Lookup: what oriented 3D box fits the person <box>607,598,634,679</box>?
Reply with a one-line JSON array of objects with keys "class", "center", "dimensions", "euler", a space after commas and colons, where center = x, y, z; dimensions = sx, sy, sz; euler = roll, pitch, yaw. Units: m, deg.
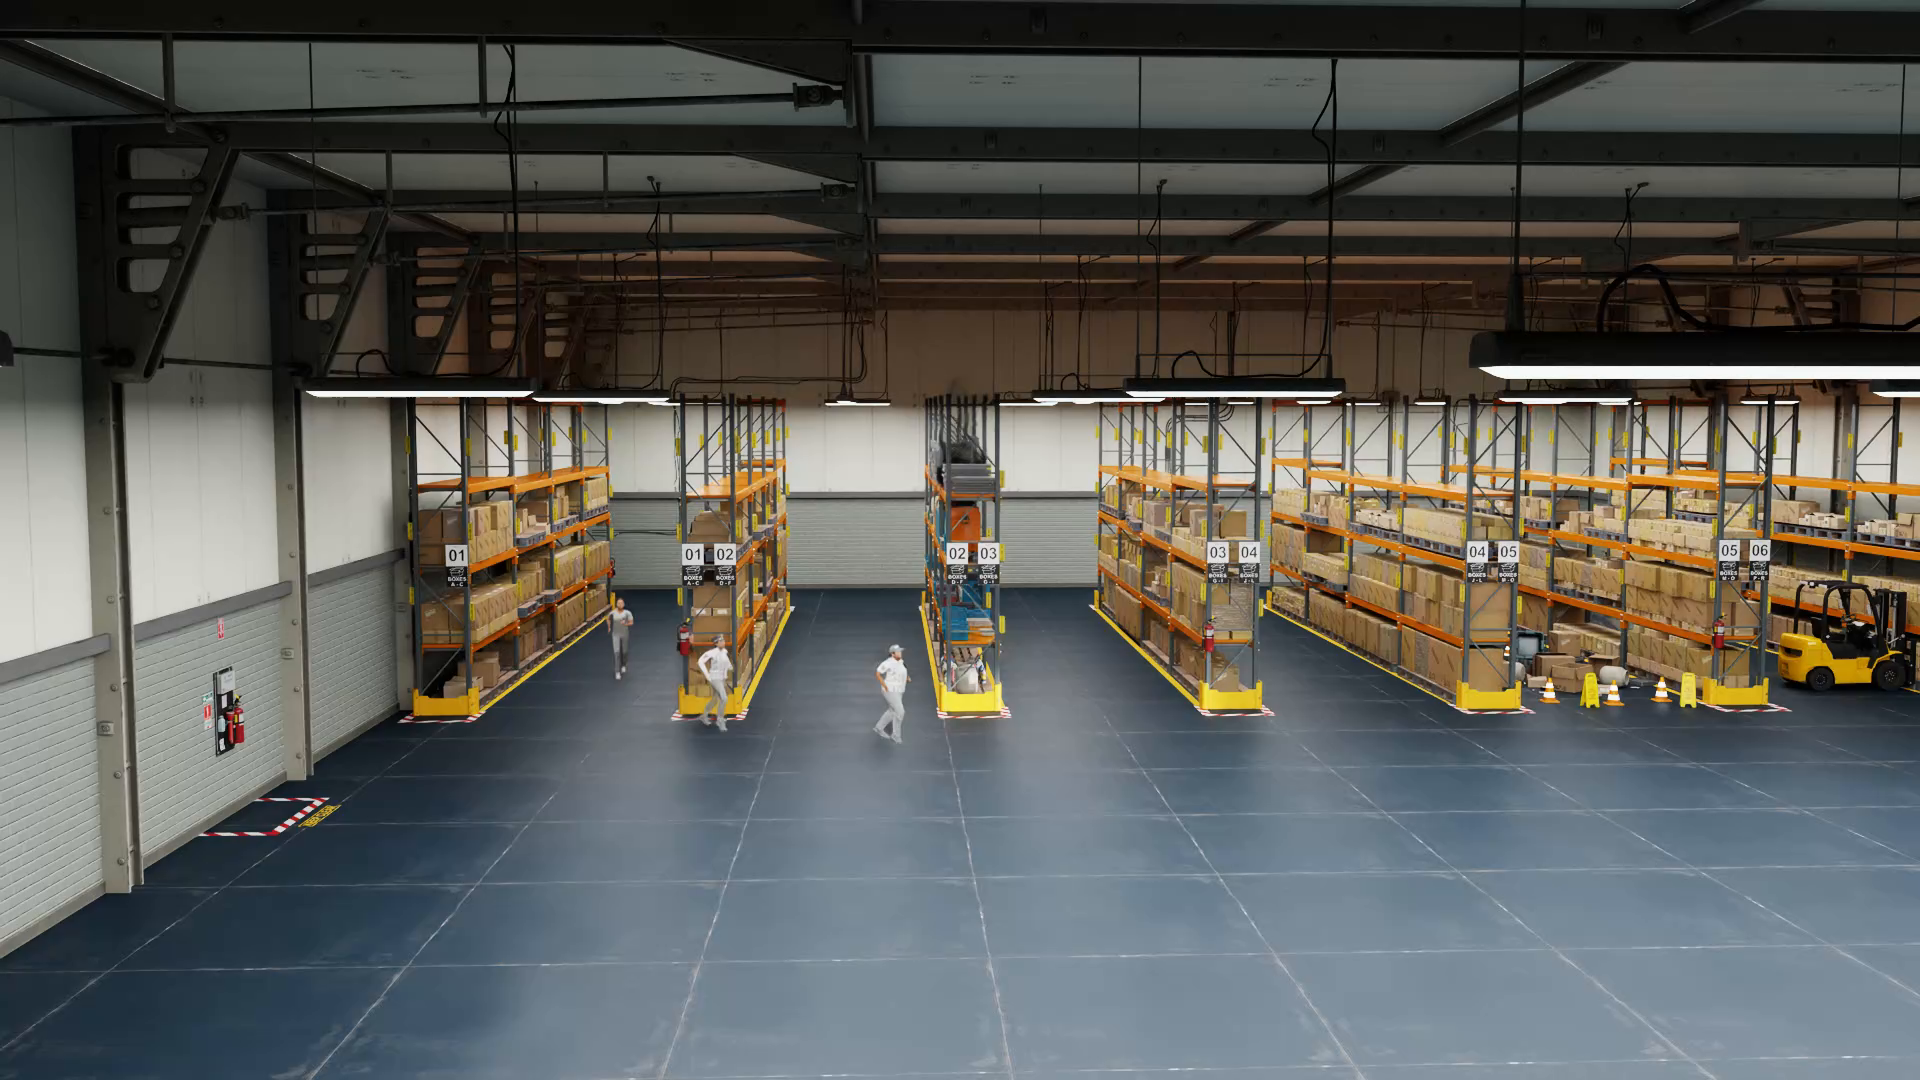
[{"class": "person", "center": [-7.231, 2.065, 35.422], "dimensions": [0.558, 1.678, 0.940], "euler": [-1, 5, -12]}]

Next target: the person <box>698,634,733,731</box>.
[{"class": "person", "center": [-4.368, 2.535, 29.792], "dimensions": [0.719, 1.755, 0.603], "euler": [2, 5, 28]}]

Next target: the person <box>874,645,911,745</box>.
[{"class": "person", "center": [-1.177, 2.653, 28.603], "dimensions": [0.689, 1.741, 0.627], "euler": [2, 5, 27]}]

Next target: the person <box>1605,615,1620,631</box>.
[{"class": "person", "center": [16.227, 1.598, 41.249], "dimensions": [0.663, 1.784, 0.895], "euler": [0, 5, -4]}]
